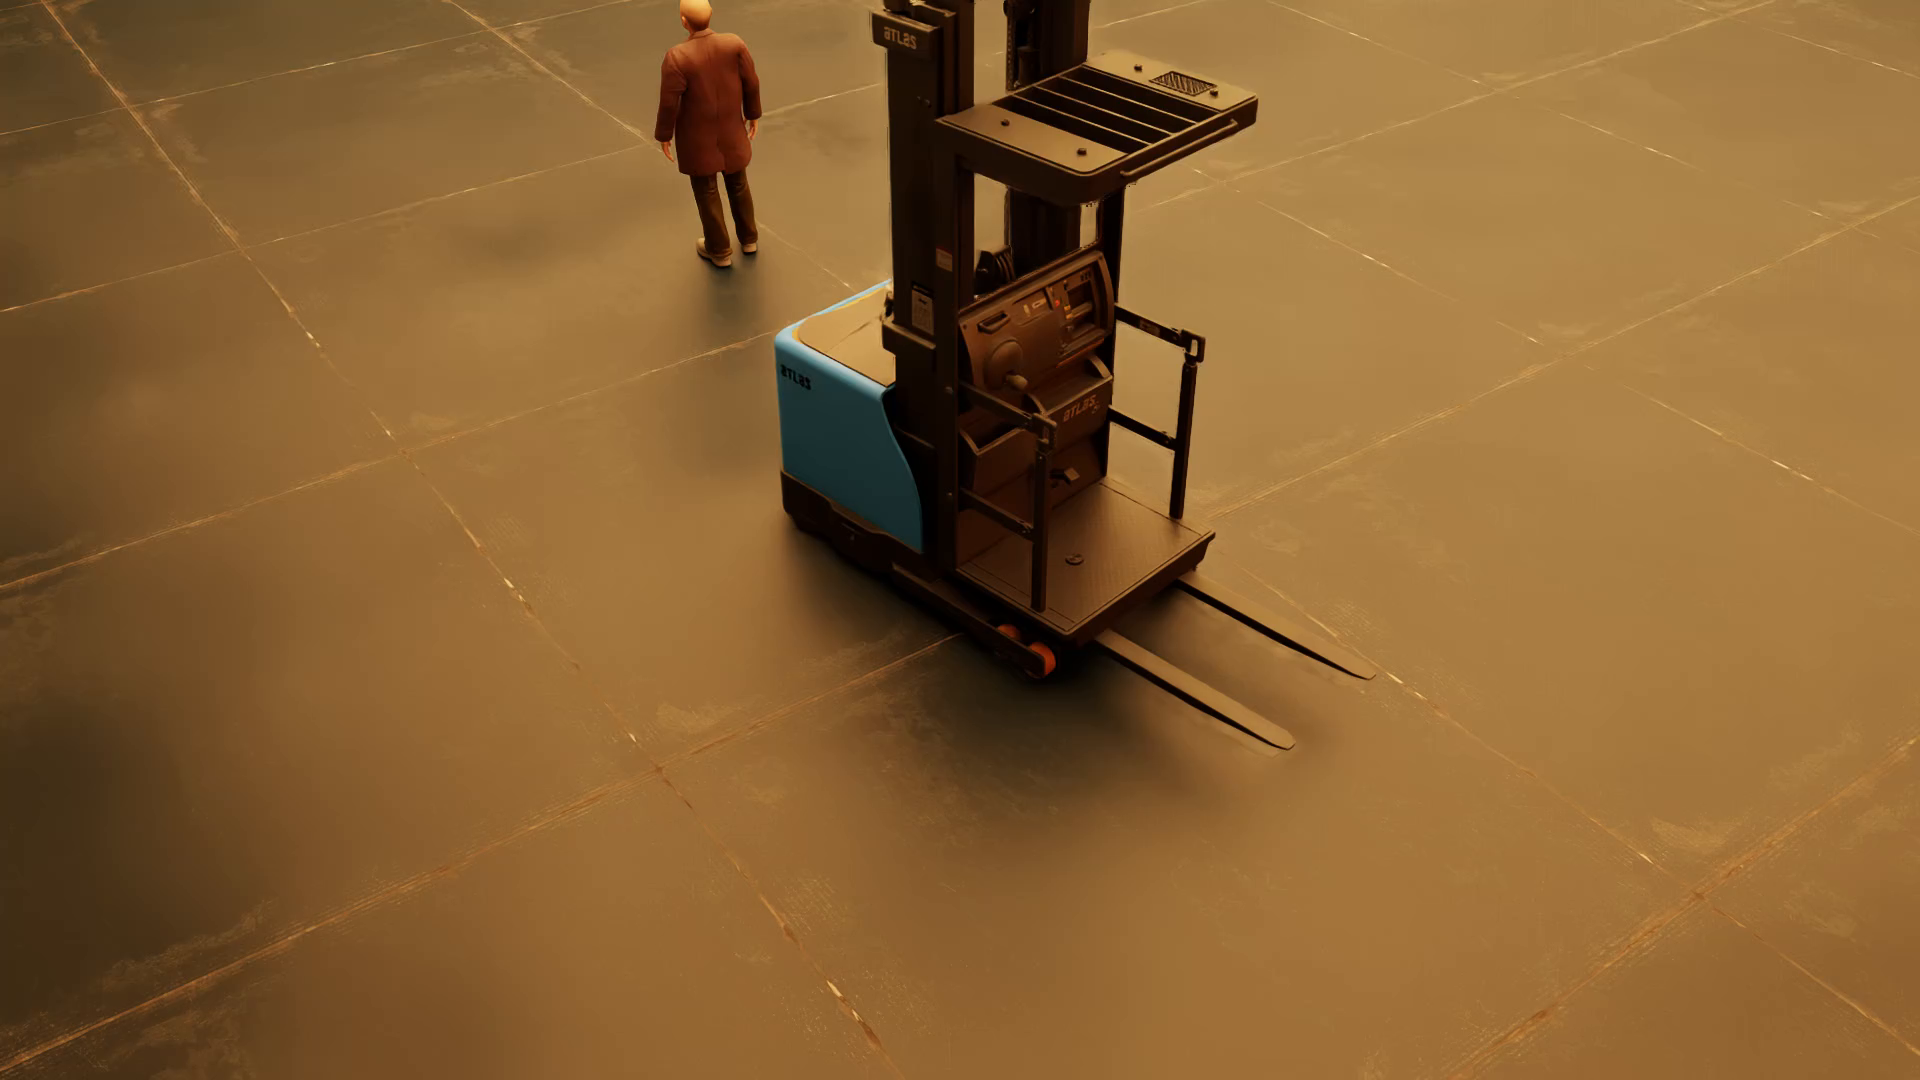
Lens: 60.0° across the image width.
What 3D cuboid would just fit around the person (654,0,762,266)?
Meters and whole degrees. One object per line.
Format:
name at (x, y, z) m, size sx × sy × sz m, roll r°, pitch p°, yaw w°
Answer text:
person at (-1.589, -2.578, 10.396) m, size 0.695 × 1.768 × 0.582 m, roll -16°, pitch 39°, yaw -20°

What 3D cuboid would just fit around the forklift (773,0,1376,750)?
forklift at (0.498, -0.901, 7.163) m, size 3.031 × 2.935 × 1.130 m, roll 30°, pitch 46°, yaw 34°
